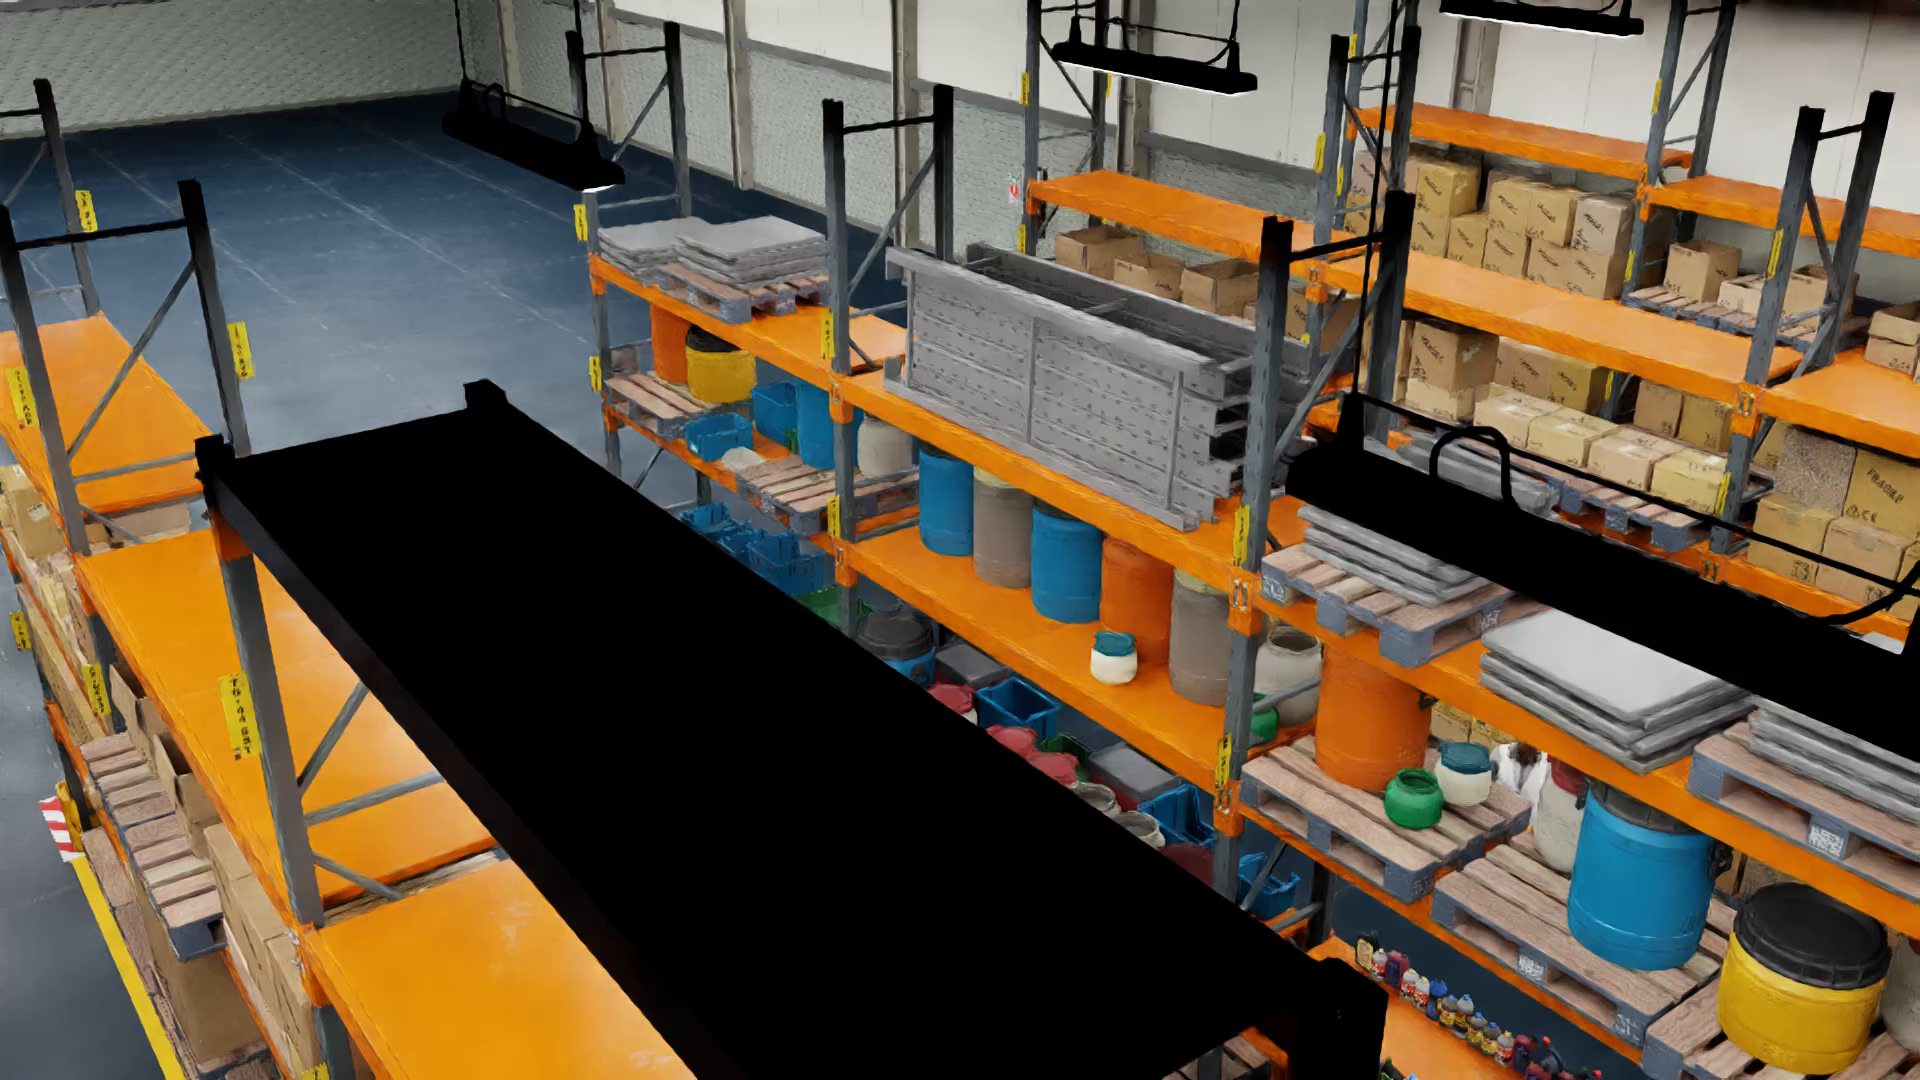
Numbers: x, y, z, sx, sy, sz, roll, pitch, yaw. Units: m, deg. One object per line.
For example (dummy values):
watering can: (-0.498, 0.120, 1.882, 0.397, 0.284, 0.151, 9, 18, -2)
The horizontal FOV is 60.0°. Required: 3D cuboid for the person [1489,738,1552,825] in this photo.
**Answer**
person: (4.120, 2.092, 12.306, 0.598, 1.782, 0.463, 13, 28, 26)
